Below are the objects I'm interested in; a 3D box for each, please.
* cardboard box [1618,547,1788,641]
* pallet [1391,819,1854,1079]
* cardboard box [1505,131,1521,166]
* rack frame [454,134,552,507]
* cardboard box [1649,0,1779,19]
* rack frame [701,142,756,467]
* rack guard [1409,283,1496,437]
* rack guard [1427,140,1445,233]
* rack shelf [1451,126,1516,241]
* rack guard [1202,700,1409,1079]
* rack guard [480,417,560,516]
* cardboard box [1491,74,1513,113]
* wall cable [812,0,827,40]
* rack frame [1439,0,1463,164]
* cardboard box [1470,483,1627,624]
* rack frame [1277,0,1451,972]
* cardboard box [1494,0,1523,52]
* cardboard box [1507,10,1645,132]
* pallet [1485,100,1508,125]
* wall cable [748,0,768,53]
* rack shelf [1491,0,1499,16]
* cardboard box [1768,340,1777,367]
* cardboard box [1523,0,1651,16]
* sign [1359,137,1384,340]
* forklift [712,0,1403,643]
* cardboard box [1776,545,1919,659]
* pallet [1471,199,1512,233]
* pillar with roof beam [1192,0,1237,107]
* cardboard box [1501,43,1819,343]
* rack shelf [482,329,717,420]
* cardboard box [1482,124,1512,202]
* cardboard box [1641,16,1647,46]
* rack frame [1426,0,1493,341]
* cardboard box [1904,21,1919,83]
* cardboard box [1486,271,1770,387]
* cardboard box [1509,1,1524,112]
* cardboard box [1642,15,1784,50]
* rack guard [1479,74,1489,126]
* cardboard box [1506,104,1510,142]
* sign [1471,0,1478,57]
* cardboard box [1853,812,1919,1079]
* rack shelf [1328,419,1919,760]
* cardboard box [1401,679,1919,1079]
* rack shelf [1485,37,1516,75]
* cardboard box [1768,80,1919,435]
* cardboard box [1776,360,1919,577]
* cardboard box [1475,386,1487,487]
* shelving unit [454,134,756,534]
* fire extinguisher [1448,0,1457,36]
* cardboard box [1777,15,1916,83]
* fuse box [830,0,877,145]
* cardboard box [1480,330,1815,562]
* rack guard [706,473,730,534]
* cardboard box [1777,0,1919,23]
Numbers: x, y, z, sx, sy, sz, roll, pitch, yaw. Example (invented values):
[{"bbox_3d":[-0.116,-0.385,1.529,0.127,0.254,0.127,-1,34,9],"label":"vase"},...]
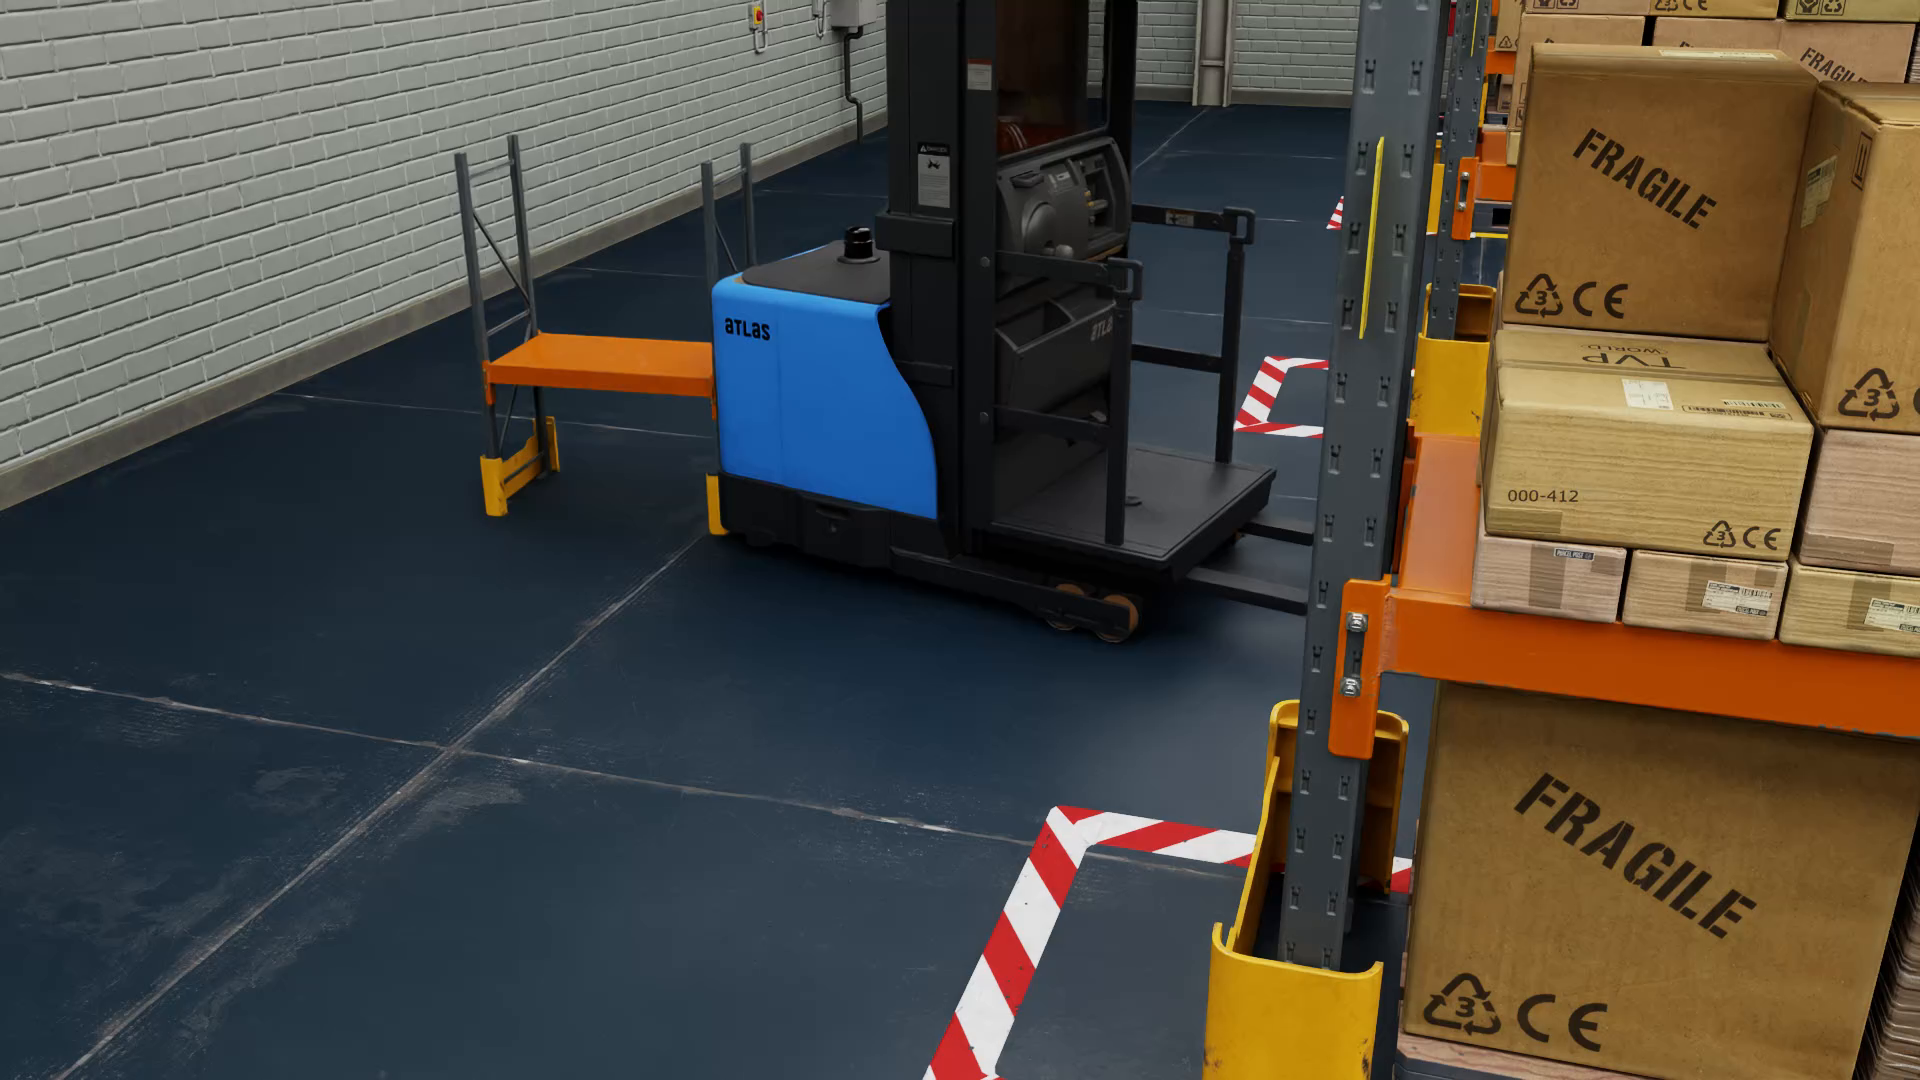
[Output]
[{"bbox_3d":[1.353,0.030,3.076,0.250,0.149,0.380,6,23,15],"label":"cardboard box"},{"bbox_3d":[1.651,1.076,3.868,1.213,0.211,1.003,7,23,16],"label":"pallet"},{"bbox_3d":[2.608,-1.793,7.520,0.250,0.149,0.380,6,23,15],"label":"cardboard box"},{"bbox_3d":[-1.912,-0.907,7.006,0.032,1.500,0.500,5,23,11],"label":"rack frame"},{"bbox_3d":[3.230,-2.512,7.100,0.500,0.500,0.500,7,23,17],"label":"cardboard box"},{"bbox_3d":[-0.917,-0.827,6.811,0.032,1.500,0.500,5,23,11],"label":"rack frame"},{"bbox_3d":[2.465,-0.899,8.303,0.348,0.500,1.175,7,23,16],"label":"rack guard"},{"bbox_3d":[3.702,-2.720,12.742,0.348,0.500,1.175,7,23,16],"label":"rack guard"},{"bbox_3d":[4.307,-1.512,7.451,4.000,0.370,1.077,7,23,16],"label":"rack shelf"},{"bbox_3d":[0.840,0.881,3.964,0.348,0.500,1.175,7,23,16],"label":"rack guard"},{"bbox_3d":[-1.910,-0.329,7.243,0.087,0.250,0.587,5,23,11],"label":"rack guard"},{"bbox_3d":[5.714,-4.615,16.805,0.637,0.503,0.797,6,23,13],"label":"cardboard box"},{"bbox_3d":[-1.281,-5.470,14.814,0.122,1.984,0.588,7,23,16],"label":"wall cable"},{"bbox_3d":[3.725,-3.874,12.261,0.127,3.000,1.000,7,23,16],"label":"rack frame"},{"bbox_3d":[1.107,0.002,3.143,0.250,0.149,0.380,7,23,16],"label":"cardboard box"},{"bbox_3d":[0.863,-0.273,3.483,0.127,3.000,1.000,7,23,16],"label":"rack frame"},{"bbox_3d":[4.102,-3.763,11.859,0.500,0.500,0.500,6,23,15],"label":"cardboard box"},{"bbox_3d":[2.742,-2.098,7.409,0.500,0.500,0.500,8,24,18],"label":"cardboard box"},{"bbox_3d":[5.992,-4.292,16.955,1.213,0.211,1.003,7,23,16],"label":"pallet"},{"bbox_3d":[-1.680,-4.968,13.548,0.123,1.953,0.585,7,23,16],"label":"wall cable"},{"bbox_3d":[7.070,-5.125,16.260,4.000,0.370,1.077,7,23,16],"label":"rack shelf"},{"bbox_3d":[1.889,-0.329,3.424,0.500,0.250,0.500,6,23,15],"label":"cardboard box"},{"bbox_3d":[2.745,-2.565,7.229,0.500,0.500,0.500,6,23,15],"label":"cardboard box"},{"bbox_3d":[0.697,-0.509,2.814,0.005,0.325,0.100,7,23,16],"label":"sign"},{"bbox_3d":[0.561,-1.222,5.888,3.031,2.935,1.130,13,26,28],"label":"forklift"},{"bbox_3d":[1.598,0.058,3.008,0.250,0.149,0.380,6,23,14],"label":"cardboard box"},{"bbox_3d":[4.513,-2.524,12.646,1.213,0.211,1.003,7,23,16],"label":"pallet"},{"bbox_3d":[1.591,-7.512,13.226,0.400,9.000,9.100,7,23,16],"label":"pillar with roof beam"},{"bbox_3d":[1.405,-0.730,3.415,0.500,0.500,0.500,7,23,16],"label":"cardboard box"},{"bbox_3d":[-1.414,-0.701,6.976,1.000,0.185,0.538,5,23,11],"label":"rack shelf"},{"bbox_3d":[4.386,-2.846,12.579,0.875,0.438,0.875,6,23,14],"label":"cardboard box"},{"bbox_3d":[3.388,-2.234,7.739,0.500,0.500,0.500,6,23,15],"label":"cardboard box"},{"bbox_3d":[2.392,-2.064,7.849,0.127,3.000,1.000,7,23,16],"label":"rack frame"},{"bbox_3d":[4.217,-1.937,7.016,0.500,0.500,0.500,6,23,14],"label":"cardboard box"},{"bbox_3d":[1.403,-0.384,3.560,0.500,0.250,0.500,6,23,15],"label":"cardboard box"},{"bbox_3d":[2.897,-2.292,7.882,0.500,0.500,0.500,7,23,17],"label":"cardboard box"},{"bbox_3d":[3.262,-2.049,7.289,0.500,0.500,0.500,7,23,16],"label":"cardboard box"},{"bbox_3d":[5.228,-4.513,17.112,0.348,0.500,1.175,7,23,16],"label":"rack guard"},{"bbox_3d":[2.786,-2.015,8.060,0.250,0.149,0.380,7,23,16],"label":"cardboard box"},{"bbox_3d":[2.235,-2.267,7.204,0.005,0.325,0.100,7,23,16],"label":"sign"},{"bbox_3d":[2.370,0.657,3.463,0.875,0.875,0.875,7,23,16],"label":"cardboard box"},{"bbox_3d":[2.777,0.279,3.085,4.000,0.370,1.077,7,23,16],"label":"rack shelf"},{"bbox_3d":[1.498,0.557,3.706,0.875,0.875,0.875,7,23,16],"label":"cardboard box"},{"bbox_3d":[5.640,-3.321,11.863,4.000,0.370,1.077,7,23,16],"label":"rack shelf"},{"bbox_3d":[1.723,-0.483,2.812,0.500,0.500,0.500,6,23,14],"label":"cardboard box"},{"bbox_3d":[1.744,-0.136,2.954,0.500,0.250,0.500,6,23,15],"label":"cardboard box"},{"bbox_3d":[1.299,-0.237,3.727,0.250,0.149,0.380,7,23,17],"label":"cardboard box"},{"bbox_3d":[-1.423,-0.868,6.910,1.083,1.500,0.587,5,23,11],"label":"shelving unit"},{"bbox_3d":[4.881,-5.317,16.374,0.183,0.674,0.296,7,23,16],"label":"fire extinguisher"},{"bbox_3d":[3.727,-1.991,7.147,0.500,0.500,0.500,7,23,16],"label":"cardboard box"},{"bbox_3d":[-0.933,-4.634,15.813,0.414,1.711,0.539,7,23,16],"label":"fuse box"},{"bbox_3d":[1.244,-0.190,3.088,0.500,0.250,0.500,6,23,14],"label":"cardboard box"},{"bbox_3d":[-0.936,-0.251,7.052,0.087,0.250,0.587,5,23,11],"label":"rack guard"},{"bbox_3d":[3.722,-2.447,6.941,0.500,0.500,0.500,6,23,14],"label":"cardboard box"}]
